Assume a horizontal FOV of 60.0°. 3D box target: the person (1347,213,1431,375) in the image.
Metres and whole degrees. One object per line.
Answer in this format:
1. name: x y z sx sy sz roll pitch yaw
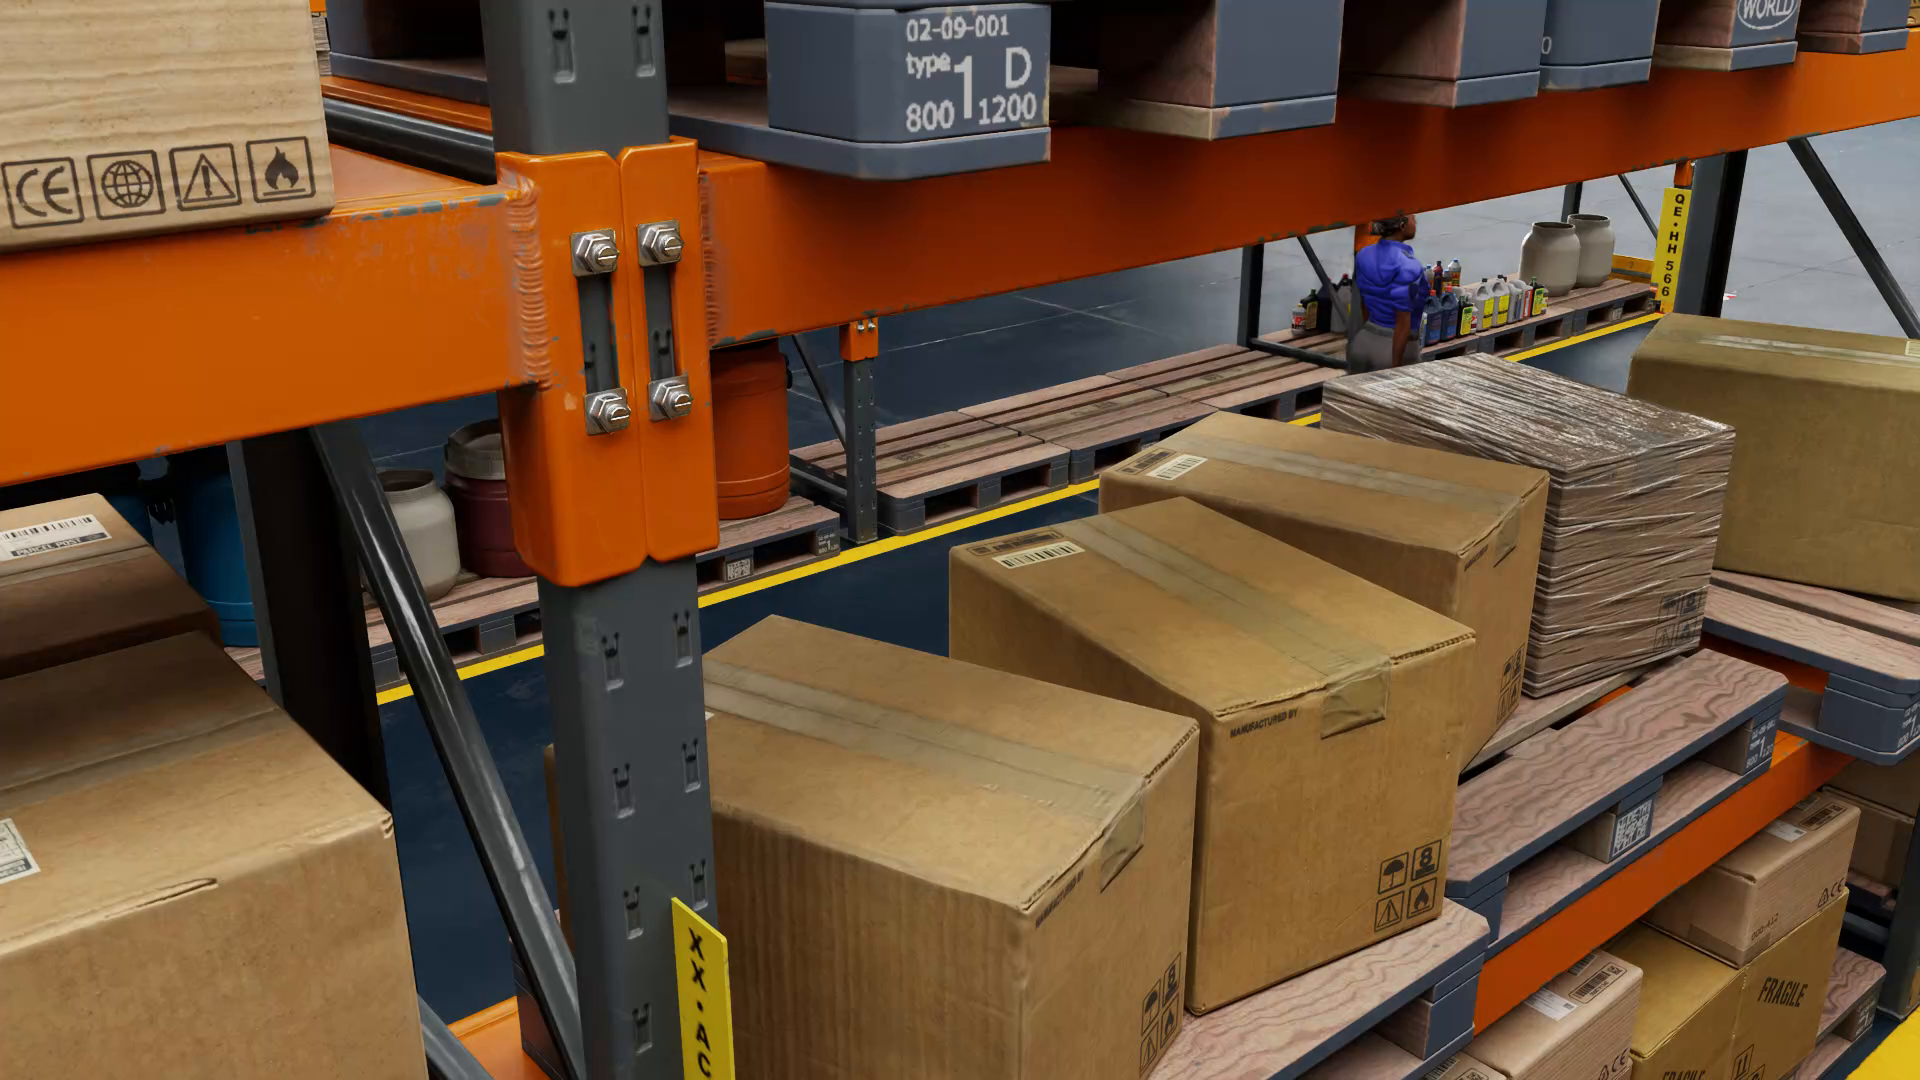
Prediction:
1. person: 2.184 -0.893 8.451 0.577 1.717 0.442 -13 24 -30
